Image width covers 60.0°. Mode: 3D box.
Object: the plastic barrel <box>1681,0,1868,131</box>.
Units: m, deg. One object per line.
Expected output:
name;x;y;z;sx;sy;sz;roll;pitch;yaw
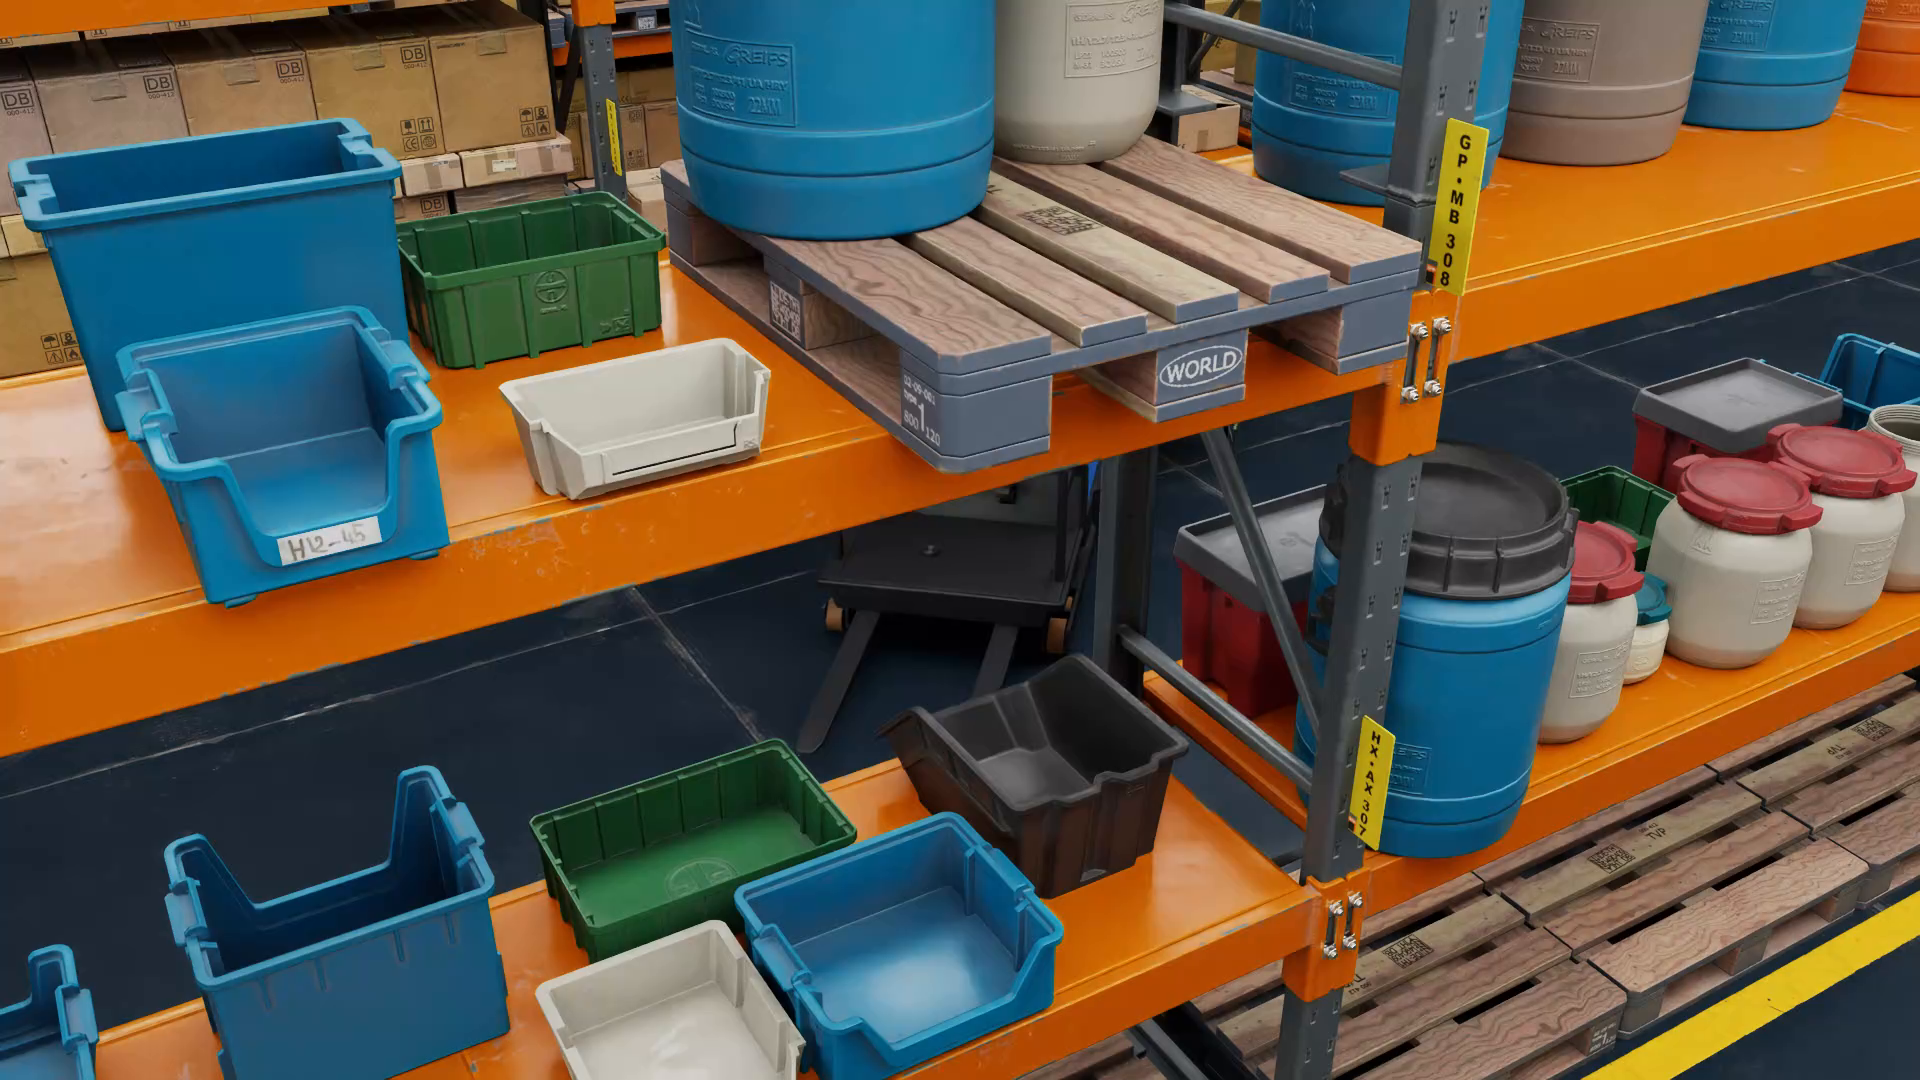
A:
plastic barrel;2.135;-1.616;4.450;0.708;0.901;0.600;-16;33;-26

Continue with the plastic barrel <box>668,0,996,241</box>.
plastic barrel;-0.233;-1.066;3.019;0.708;0.901;0.600;-16;33;-26

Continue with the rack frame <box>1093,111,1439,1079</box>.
rack frame;0.679;0.452;4.327;0.127;3.000;1.000;-16;33;-26

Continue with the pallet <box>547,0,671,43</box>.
pallet;-2.577;-4.069;12.717;1.213;0.211;1.003;-16;33;-26

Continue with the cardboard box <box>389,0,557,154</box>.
cardboard box;-2.206;-2.113;7.528;0.500;0.500;0.700;-16;33;-26

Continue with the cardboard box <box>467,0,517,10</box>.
cardboard box;-3.398;-4.156;12.117;0.500;0.500;0.700;-12;31;-21

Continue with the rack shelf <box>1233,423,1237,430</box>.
rack shelf;1.110;-0.850;8.913;0.720;0.370;0.431;1;29;1

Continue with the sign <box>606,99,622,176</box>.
sign;-1.545;-1.795;7.421;0.005;0.325;0.100;-16;33;-26

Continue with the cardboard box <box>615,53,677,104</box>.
cardboard box;-2.450;-3.642;13.100;0.500;0.250;0.500;-16;33;-27

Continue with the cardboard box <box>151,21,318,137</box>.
cardboard box;-3.074;-1.867;7.082;0.500;0.500;0.700;-16;33;-26

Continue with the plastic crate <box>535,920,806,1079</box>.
plastic crate;-0.592;1.070;3.479;0.437;0.136;0.530;-16;33;-26

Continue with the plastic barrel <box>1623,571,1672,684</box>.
plastic barrel;1.898;0.252;4.831;0.301;0.262;0.301;0;29;0

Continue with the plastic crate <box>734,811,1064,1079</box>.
plastic crate;-0.137;0.901;3.667;0.616;0.251;0.499;-16;33;-26

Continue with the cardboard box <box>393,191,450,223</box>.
cardboard box;-2.658;-1.413;7.603;0.500;0.500;0.700;-16;33;-27

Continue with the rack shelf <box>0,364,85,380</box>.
rack shelf;-3.551;-0.808;7.354;4.000;0.370;1.077;-16;33;-26

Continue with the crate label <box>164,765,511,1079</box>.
crate label;-1.320;0.852;3.565;0.616;0.435;0.502;-16;33;-26

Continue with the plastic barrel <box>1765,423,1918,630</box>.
plastic barrel;2.621;-0.036;5.070;0.433;0.535;0.433;0;29;0

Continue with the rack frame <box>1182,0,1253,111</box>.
rack frame;1.622;-2.592;9.842;0.127;3.000;1.000;-16;33;-26

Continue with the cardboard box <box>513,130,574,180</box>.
cardboard box;-1.953;-1.784;7.604;0.250;0.149;0.380;-16;33;-26

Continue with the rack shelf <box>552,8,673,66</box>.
rack shelf;-2.616;-3.850;12.866;4.000;0.370;1.077;-16;33;-26

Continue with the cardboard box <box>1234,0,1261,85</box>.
cardboard box;2.107;-3.020;10.080;0.700;0.500;0.500;22;36;34

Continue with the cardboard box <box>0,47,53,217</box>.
cardboard box;-3.936;-1.622;6.638;0.500;0.500;0.700;-16;33;-26

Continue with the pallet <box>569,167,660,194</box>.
pallet;-2.616;-2.946;13.370;1.213;0.211;1.003;-16;33;-26

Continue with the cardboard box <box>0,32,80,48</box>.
cardboard box;-5.906;-3.331;10.540;0.500;0.500;0.500;-15;32;-25

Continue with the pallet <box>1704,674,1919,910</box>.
pallet;3.440;0.867;6.460;1.213;0.211;1.003;-16;33;-26

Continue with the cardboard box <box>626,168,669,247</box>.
cardboard box;-1.425;-1.686;8.355;0.500;0.250;0.500;-14;32;-23

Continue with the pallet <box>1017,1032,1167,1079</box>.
pallet;0.079;1.820;4.734;1.213;0.211;1.003;-16;33;-26

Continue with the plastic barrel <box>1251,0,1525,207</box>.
plastic barrel;1.008;-1.296;3.870;0.708;0.901;0.600;-16;33;-26

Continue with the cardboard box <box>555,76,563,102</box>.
cardboard box;-3.336;-3.398;12.659;0.500;0.250;0.500;-17;33;-27

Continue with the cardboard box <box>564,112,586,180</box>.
cardboard box;-3.294;-3.108;12.909;0.500;0.500;0.700;-17;33;-27

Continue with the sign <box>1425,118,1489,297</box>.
sign;0.948;-0.633;3.180;0.005;0.325;0.100;-16;33;-26

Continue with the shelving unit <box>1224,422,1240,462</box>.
shelving unit;1.110;-1.136;8.756;0.755;1.500;0.431;1;29;1

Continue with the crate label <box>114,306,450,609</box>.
crate label;-0.988;-0.138;2.445;0.408;0.251;0.502;-16;33;-26

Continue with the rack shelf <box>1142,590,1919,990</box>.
rack shelf;2.404;0.277;5.388;4.000;0.370;1.077;-16;33;-26

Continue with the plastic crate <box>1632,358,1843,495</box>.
plastic crate;2.580;-0.287;5.600;0.583;0.464;0.402;-16;33;-26

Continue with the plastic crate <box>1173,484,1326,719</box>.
plastic crate;0.942;0.178;4.757;0.583;0.464;0.402;-16;33;-26

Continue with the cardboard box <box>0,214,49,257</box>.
cardboard box;-3.719;-1.284;6.697;0.250;0.149;0.380;-16;33;-27

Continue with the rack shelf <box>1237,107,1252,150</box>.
rack shelf;3.346;-2.766;10.903;4.000;0.370;1.077;-16;33;-26

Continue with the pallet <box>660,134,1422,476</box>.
pallet;0.107;-0.561;3.254;1.003;0.211;1.213;-16;33;-26

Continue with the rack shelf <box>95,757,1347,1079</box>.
rack shelf;-1.045;1.256;3.613;4.000;0.370;1.077;-16;33;-26

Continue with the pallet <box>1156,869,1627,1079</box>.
pallet;1.337;1.464;5.378;1.213;0.211;1.003;-16;33;-26

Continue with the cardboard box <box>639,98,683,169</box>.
cardboard box;-2.403;-3.344;13.336;0.500;0.500;0.700;-16;33;-27

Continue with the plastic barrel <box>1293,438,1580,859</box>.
plastic barrel;1.166;0.264;4.148;0.708;0.901;0.600;-16;33;-26

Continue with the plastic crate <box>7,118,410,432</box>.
plastic crate;-1.278;-0.467;2.905;0.575;0.384;0.392;-16;33;-26

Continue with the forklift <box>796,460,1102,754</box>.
forklift;-0.005;-0.970;6.975;1.130;2.935;3.031;5;29;10

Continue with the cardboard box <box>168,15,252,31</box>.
cardboard box;-5.018;-3.578;10.986;0.500;0.500;0.500;-16;33;-27

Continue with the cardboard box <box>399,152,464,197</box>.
cardboard box;-2.392;-1.660;7.378;0.250;0.149;0.380;-17;33;-28
